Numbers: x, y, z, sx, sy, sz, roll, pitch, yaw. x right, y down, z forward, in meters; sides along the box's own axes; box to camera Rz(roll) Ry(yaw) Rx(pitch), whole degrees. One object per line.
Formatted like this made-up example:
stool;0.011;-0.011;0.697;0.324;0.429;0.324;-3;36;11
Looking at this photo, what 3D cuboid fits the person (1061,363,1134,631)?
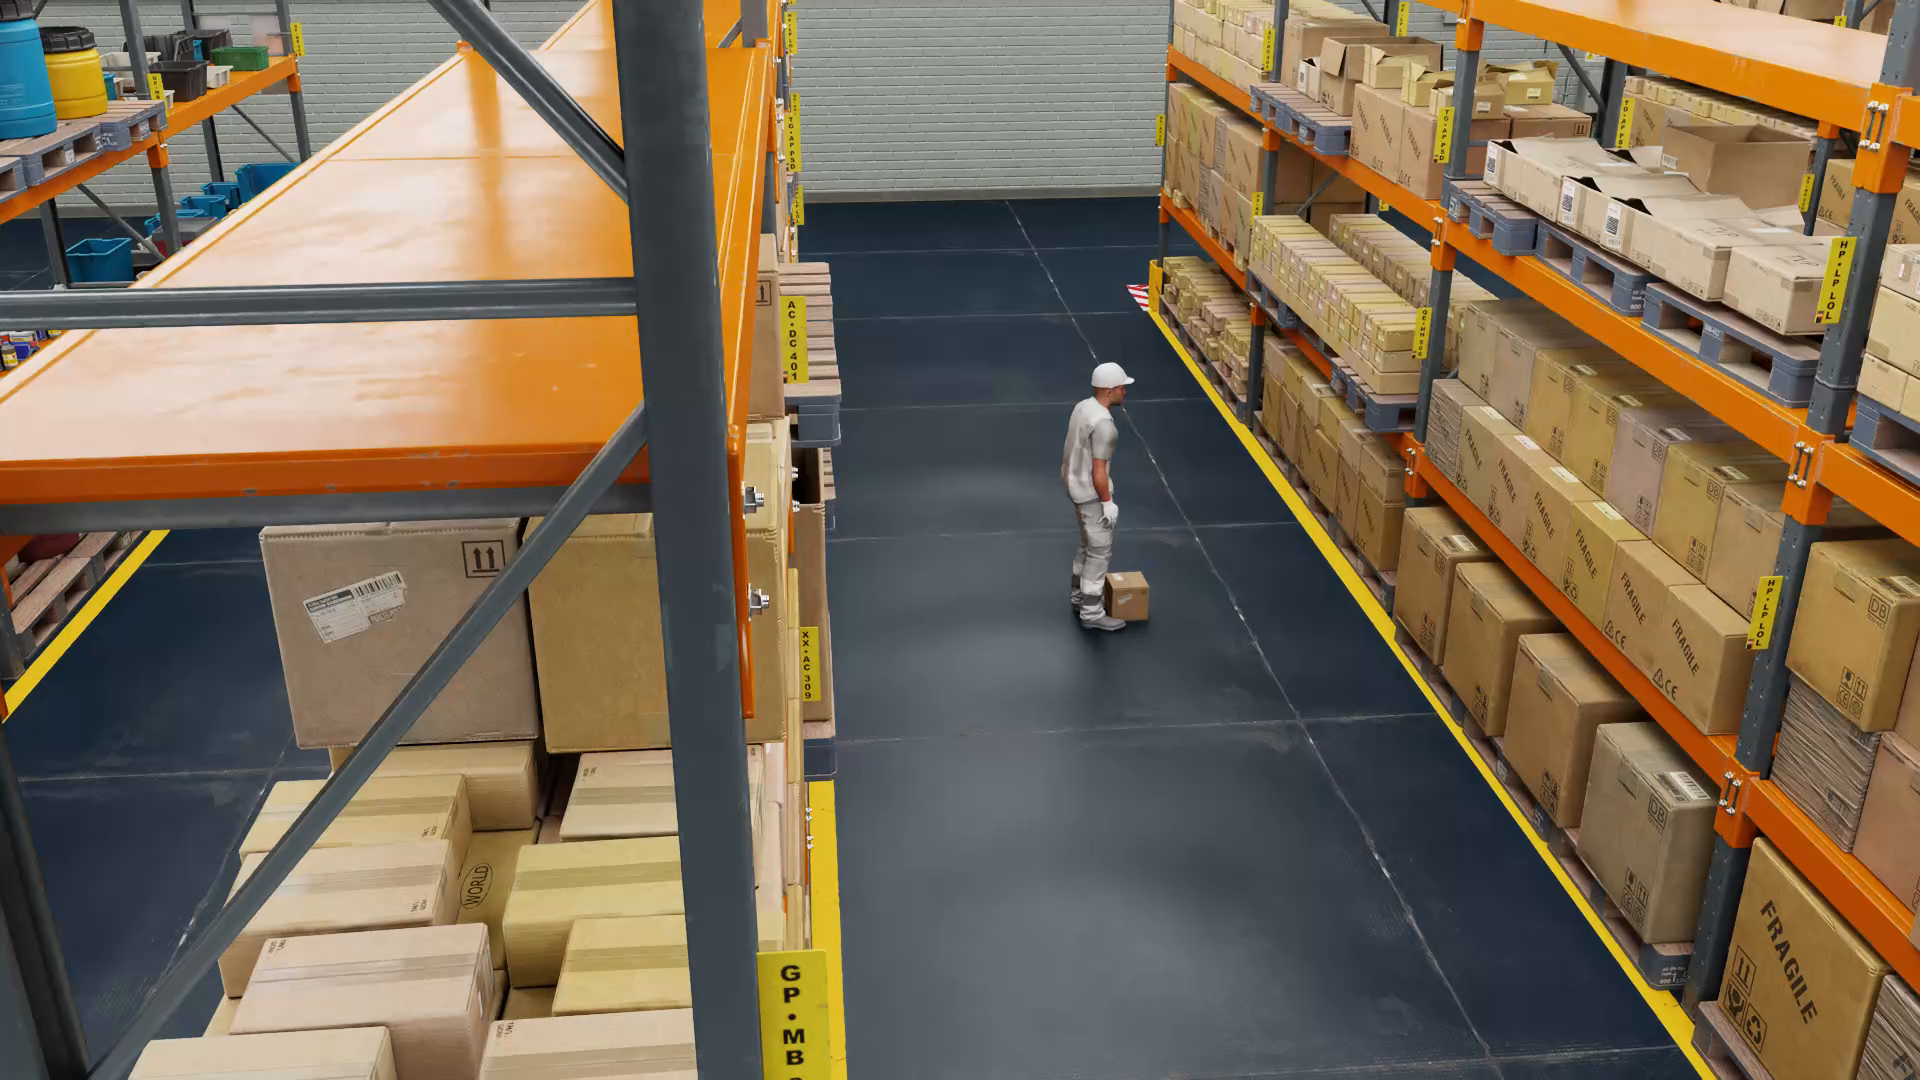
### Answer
person;0.908;-0.306;11.017;0.453;1.778;0.616;-4;24;-8
